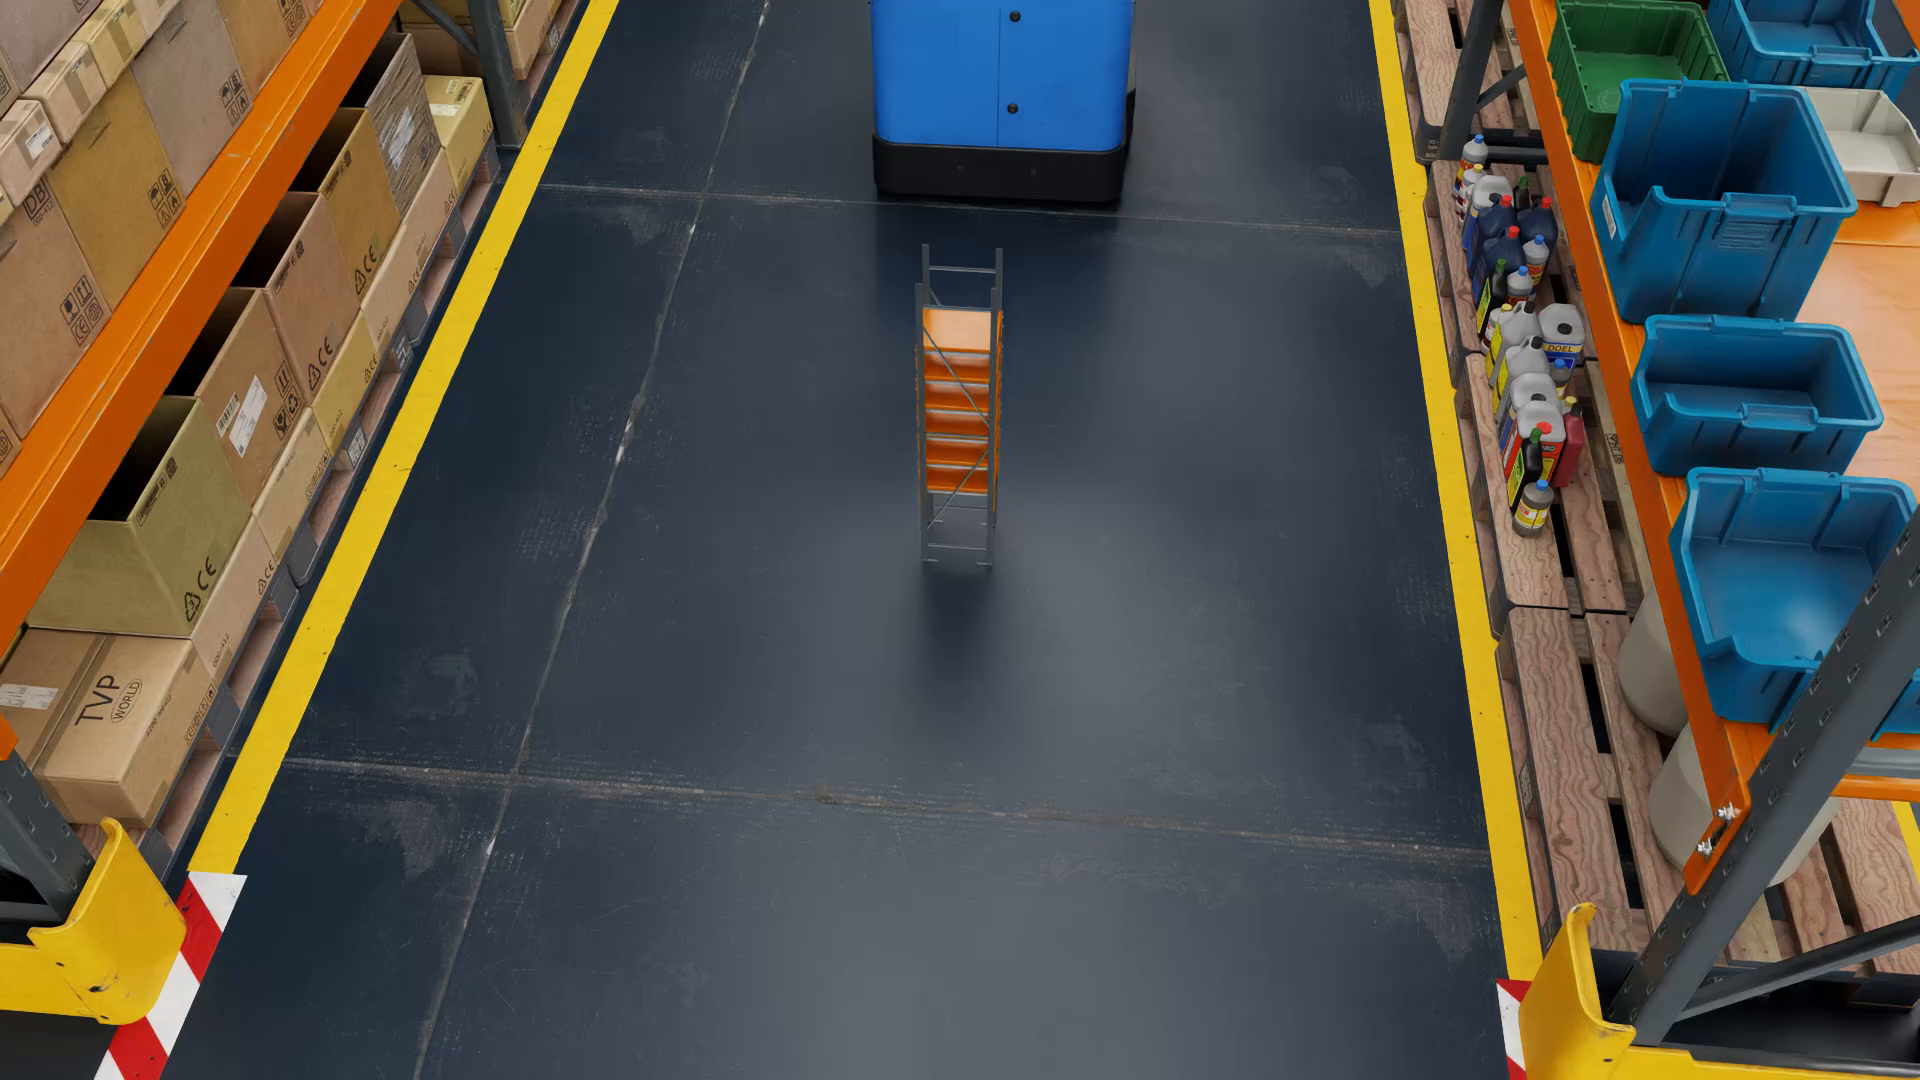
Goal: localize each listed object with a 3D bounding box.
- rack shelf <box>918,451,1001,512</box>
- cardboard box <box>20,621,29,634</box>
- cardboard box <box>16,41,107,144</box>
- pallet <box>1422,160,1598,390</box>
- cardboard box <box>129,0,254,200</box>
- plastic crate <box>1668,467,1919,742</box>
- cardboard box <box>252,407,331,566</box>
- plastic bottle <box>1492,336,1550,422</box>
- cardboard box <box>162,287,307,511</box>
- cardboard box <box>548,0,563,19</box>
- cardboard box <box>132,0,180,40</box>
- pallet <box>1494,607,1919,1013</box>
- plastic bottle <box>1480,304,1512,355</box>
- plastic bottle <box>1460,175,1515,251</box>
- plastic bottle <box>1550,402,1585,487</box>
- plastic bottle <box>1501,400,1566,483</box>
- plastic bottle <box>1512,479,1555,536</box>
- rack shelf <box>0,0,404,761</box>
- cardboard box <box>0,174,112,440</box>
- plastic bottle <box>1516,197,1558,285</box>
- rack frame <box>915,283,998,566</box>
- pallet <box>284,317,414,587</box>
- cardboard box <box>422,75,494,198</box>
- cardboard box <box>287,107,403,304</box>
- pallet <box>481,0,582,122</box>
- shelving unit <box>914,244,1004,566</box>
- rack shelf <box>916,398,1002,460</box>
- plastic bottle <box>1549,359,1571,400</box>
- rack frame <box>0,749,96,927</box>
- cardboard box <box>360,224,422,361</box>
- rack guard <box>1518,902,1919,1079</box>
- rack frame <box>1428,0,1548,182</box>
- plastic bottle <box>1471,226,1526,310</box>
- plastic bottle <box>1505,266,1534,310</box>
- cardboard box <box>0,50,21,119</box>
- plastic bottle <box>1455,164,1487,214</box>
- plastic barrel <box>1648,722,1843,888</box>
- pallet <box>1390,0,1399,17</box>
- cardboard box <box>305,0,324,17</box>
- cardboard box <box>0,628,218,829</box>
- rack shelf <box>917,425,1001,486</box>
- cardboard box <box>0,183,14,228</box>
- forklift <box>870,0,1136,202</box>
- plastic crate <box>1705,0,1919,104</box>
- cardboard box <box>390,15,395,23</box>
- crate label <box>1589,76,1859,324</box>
[{"bbox_3d":[-0.001,-0.202,5.507,0.258,0.103,0.180,4,48,4],"label":"rack shelf"},{"bbox_3d":[-3.001,0.136,5.172,0.500,0.250,0.500,4,48,4],"label":"cardboard box"},{"bbox_3d":[-2.447,-1.153,4.265,0.380,0.149,0.250,2,48,2],"label":"cardboard box"},{"bbox_3d":[2.405,-1.040,6.558,1.003,0.211,1.213,4,48,4],"label":"pallet"},{"bbox_3d":[-2.596,-1.382,4.913,0.700,0.500,0.500,5,48,5],"label":"cardboard box"},{"bbox_3d":[1.891,0.130,3.699,0.499,0.251,0.616,4,48,4],"label":"plastic crate"},{"bbox_3d":[-2.431,-0.196,5.475,0.500,0.250,0.500,4,48,4],"label":"cardboard box"},{"bbox_3d":[1.948,-0.573,5.738,0.144,0.351,0.185,6,48,5],"label":"plastic bottle"},{"bbox_3d":[-2.443,-0.450,5.199,0.500,0.500,0.500,4,48,4],"label":"cardboard box"},{"bbox_3d":[-2.094,-2.676,7.744,0.500,0.250,0.500,5,48,5],"label":"cardboard box"},{"bbox_3d":[-2.398,-1.524,4.604,0.380,0.149,0.250,4,48,4],"label":"cardboard box"},{"bbox_3d":[2.182,0.753,4.918,1.003,0.211,1.213,4,48,4],"label":"pallet"},{"bbox_3d":[1.954,-0.765,6.015,0.097,0.201,0.097,0,48,0],"label":"plastic bottle"},{"bbox_3d":[2.040,-1.257,6.414,0.152,0.276,0.135,5,48,5],"label":"plastic bottle"},{"bbox_3d":[2.030,-0.320,5.552,0.061,0.283,0.133,4,48,4],"label":"plastic bottle"},{"bbox_3d":[1.924,-0.324,5.561,0.152,0.276,0.135,4,48,4],"label":"plastic bottle"},{"bbox_3d":[1.874,-0.115,5.421,0.097,0.201,0.097,0,48,0],"label":"plastic bottle"},{"bbox_3d":[-2.607,-1.095,5.206,1.077,0.370,4.000,4,48,4],"label":"rack shelf"},{"bbox_3d":[-2.691,-0.630,4.226,0.700,0.500,0.500,5,48,5],"label":"cardboard box"},{"bbox_3d":[2.164,-1.151,6.267,0.144,0.351,0.185,4,48,4],"label":"plastic bottle"},{"bbox_3d":[-0.010,-0.327,5.236,0.240,1.200,0.006,4,48,4],"label":"rack frame"},{"bbox_3d":[-2.648,-0.386,5.960,1.003,0.211,1.213,4,48,4],"label":"pallet"},{"bbox_3d":[-2.250,-1.666,6.820,0.500,0.250,0.500,4,48,4],"label":"cardboard box"},{"bbox_3d":[-2.349,-1.185,5.871,0.500,0.500,0.500,4,48,4],"label":"cardboard box"},{"bbox_3d":[-2.397,-2.410,7.812,1.003,0.211,1.213,4,48,4],"label":"pallet"},{"bbox_3d":[-0.001,-0.394,5.298,0.258,1.200,0.189,4,48,4],"label":"shelving unit"},{"bbox_3d":[-0.001,-0.364,5.330,0.258,0.103,0.180,4,48,4],"label":"rack shelf"},{"bbox_3d":[2.072,-0.547,5.815,0.097,0.201,0.097,0,48,0],"label":"plastic bottle"},{"bbox_3d":[-2.789,0.132,3.597,1.000,3.000,0.127,4,48,4],"label":"rack frame"},{"bbox_3d":[-2.336,-0.931,6.147,0.500,0.250,0.500,4,48,4],"label":"cardboard box"},{"bbox_3d":[2.103,1.252,4.266,1.175,0.500,0.348,4,48,4],"label":"rack guard"},{"bbox_3d":[2.507,-2.472,5.978,1.000,3.000,0.127,4,48,4],"label":"rack frame"},{"bbox_3d":[2.003,-1.022,6.149,0.144,0.351,0.185,2,48,2],"label":"plastic bottle"},{"bbox_3d":[2.027,-0.885,6.077,0.097,0.271,0.097,0,48,0],"label":"plastic bottle"},{"bbox_3d":[-2.687,-1.108,3.783,0.700,0.500,0.500,3,48,3],"label":"cardboard box"},{"bbox_3d":[2.033,-1.396,6.593,0.097,0.201,0.097,0,48,0],"label":"plastic bottle"},{"bbox_3d":[2.127,0.677,4.500,0.421,0.512,0.421,0,48,0],"label":"plastic barrel"},{"bbox_3d":[2.649,-3.009,8.359,1.003,0.211,1.213,4,48,4],"label":"pallet"},{"bbox_3d":[-2.501,-2.127,5.595,0.700,0.500,0.500,3,48,3],"label":"cardboard box"},{"bbox_3d":[-2.519,0.539,4.803,0.500,0.250,0.500,4,48,4],"label":"cardboard box"},{"bbox_3d":[-0.001,-0.283,5.419,0.258,0.103,0.180,4,48,4],"label":"rack shelf"},{"bbox_3d":[-2.494,-0.772,3.916,0.380,0.149,0.250,4,48,4],"label":"cardboard box"},{"bbox_3d":[0.264,-3.488,6.954,1.130,2.935,3.031,3,48,3],"label":"forklift"},{"bbox_3d":[2.677,-1.590,5.272,0.499,0.251,0.616,4,48,4],"label":"plastic crate"},{"bbox_3d":[-2.674,-2.527,7.228,0.500,0.311,0.500,4,48,4],"label":"cardboard box"},{"bbox_3d":[2.041,-0.915,4.530,0.502,0.435,0.616,4,48,4],"label":"crate label"}]
